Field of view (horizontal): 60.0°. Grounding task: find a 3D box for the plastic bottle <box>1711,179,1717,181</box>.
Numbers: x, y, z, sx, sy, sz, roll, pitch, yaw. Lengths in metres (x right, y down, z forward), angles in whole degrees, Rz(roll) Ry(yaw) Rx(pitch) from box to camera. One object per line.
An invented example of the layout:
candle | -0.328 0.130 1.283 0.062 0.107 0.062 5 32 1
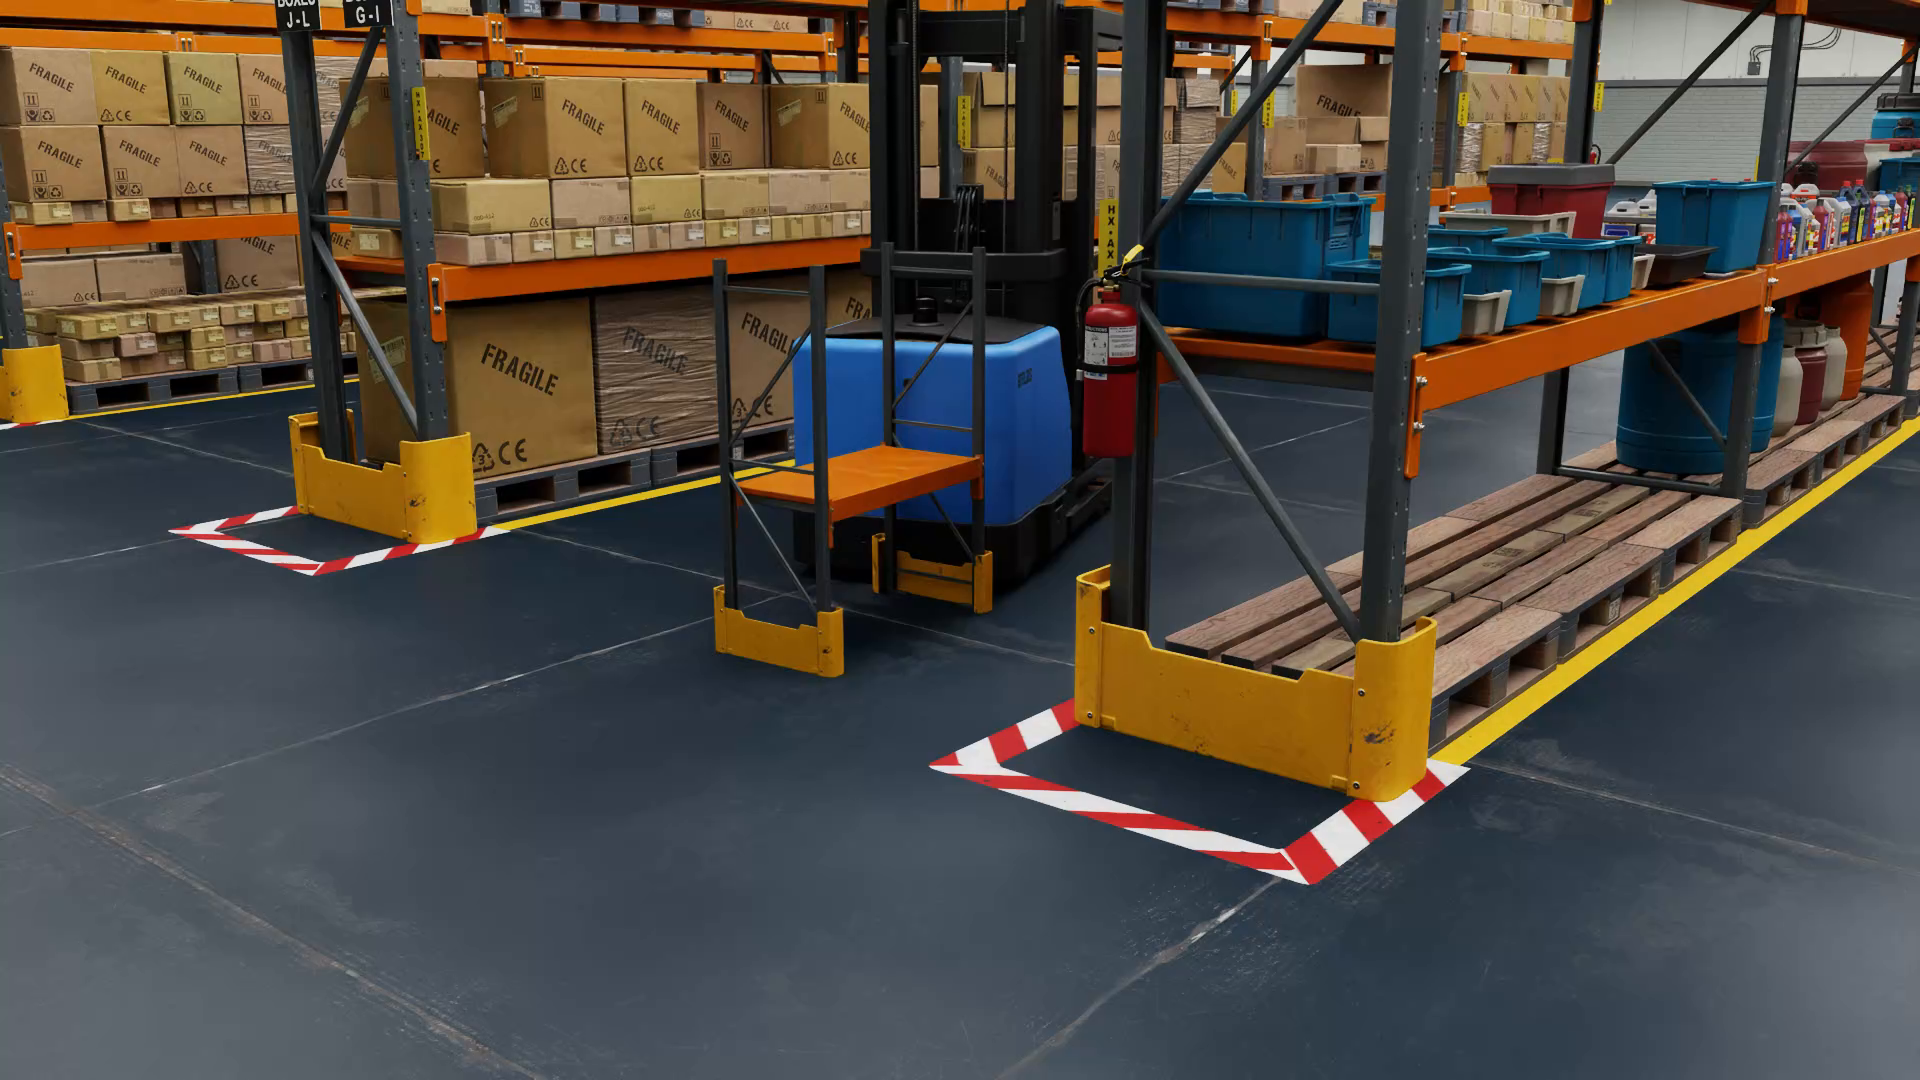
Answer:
plastic bottle | 4.462 -1.966 9.870 0.144 0.351 0.185 11 18 38

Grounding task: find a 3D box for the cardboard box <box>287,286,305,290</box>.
cardboard box | -5.287 -1.993 13.604 0.380 0.149 0.250 12 18 39

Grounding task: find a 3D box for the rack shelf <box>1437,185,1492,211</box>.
rack shelf | 5.880 -3.885 18.786 1.077 0.370 4.000 11 18 38

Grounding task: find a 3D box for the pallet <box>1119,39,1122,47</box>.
pallet | 1.350 -6.204 20.539 1.003 0.211 1.213 11 18 38

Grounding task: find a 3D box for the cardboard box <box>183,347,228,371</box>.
cardboard box | -5.638 -1.356 12.304 0.380 0.149 0.250 12 18 38

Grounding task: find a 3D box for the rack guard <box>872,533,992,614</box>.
rack guard | -0.122 0.138 7.071 0.587 0.250 0.087 10 17 33

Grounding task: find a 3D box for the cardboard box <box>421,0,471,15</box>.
cardboard box | -4.298 -4.351 13.371 0.500 0.250 0.500 12 18 39

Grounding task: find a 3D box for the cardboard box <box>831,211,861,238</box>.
cardboard box | -0.827 -1.940 10.178 0.380 0.149 0.250 12 18 39

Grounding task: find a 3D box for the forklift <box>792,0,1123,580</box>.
forklift | 0.195 -1.566 8.335 1.130 2.935 3.031 5 15 18

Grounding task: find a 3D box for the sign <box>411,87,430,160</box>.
sign | -2.492 -1.924 7.684 0.100 0.325 0.005 11 18 38

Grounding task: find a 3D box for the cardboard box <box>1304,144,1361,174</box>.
cardboard box | 3.341 -3.501 15.264 0.500 0.250 0.500 11 18 36

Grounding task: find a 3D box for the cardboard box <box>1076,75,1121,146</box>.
cardboard box | 0.808 -3.228 12.498 0.797 0.503 0.637 12 19 39

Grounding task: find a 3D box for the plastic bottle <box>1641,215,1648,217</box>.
plastic bottle | 3.626 -1.624 8.827 0.097 0.201 0.097 0 14 0

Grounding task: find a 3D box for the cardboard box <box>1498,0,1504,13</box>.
cardboard box | 5.489 -5.604 17.492 0.380 0.149 0.250 12 19 39

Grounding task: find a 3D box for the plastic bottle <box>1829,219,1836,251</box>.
plastic bottle | 4.710 -1.681 9.051 0.097 0.201 0.097 0 14 0

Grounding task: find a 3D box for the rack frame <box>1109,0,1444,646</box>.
rack frame | 0.933 -0.786 5.126 1.000 3.000 0.127 11 18 38

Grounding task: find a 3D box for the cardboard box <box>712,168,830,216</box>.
cardboard box | -1.123 -2.068 9.871 0.500 0.250 0.500 12 18 39

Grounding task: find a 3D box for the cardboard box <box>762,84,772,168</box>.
cardboard box | -1.221 -2.608 10.476 0.500 0.500 0.500 11 18 38

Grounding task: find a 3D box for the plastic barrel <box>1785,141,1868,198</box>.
plastic barrel | 6.017 -2.520 11.674 0.600 0.536 0.708 11 18 38

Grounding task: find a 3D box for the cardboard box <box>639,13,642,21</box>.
cardboard box | -2.871 -5.112 15.860 0.500 0.500 0.500 11 18 38

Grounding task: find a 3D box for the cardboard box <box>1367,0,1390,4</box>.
cardboard box | 3.659 -5.303 15.751 0.797 0.503 0.637 12 19 40

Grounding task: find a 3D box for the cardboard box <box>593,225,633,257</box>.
cardboard box | -1.956 -1.596 8.825 0.380 0.149 0.250 11 18 37

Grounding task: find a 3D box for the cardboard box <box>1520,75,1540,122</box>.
cardboard box | 6.036 -4.864 18.340 0.500 0.500 0.500 11 18 38

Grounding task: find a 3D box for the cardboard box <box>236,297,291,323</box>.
cardboard box | -5.309 -1.753 12.659 0.380 0.149 0.250 12 18 38

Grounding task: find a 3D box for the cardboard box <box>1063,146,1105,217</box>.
cardboard box | 0.708 -2.609 12.097 0.500 0.500 0.500 11 18 36

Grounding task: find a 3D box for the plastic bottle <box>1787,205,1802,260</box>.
plastic bottle | 4.212 -1.563 8.446 0.097 0.271 0.097 0 14 0

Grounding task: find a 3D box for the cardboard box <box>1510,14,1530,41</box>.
cardboard box | 5.754 -5.474 17.792 0.500 0.250 0.500 10 18 35

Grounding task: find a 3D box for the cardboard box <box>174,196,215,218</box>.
cardboard box | -5.671 -2.447 12.172 0.380 0.149 0.250 11 18 37

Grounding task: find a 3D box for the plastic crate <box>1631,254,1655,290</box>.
plastic crate | 2.586 -1.074 6.671 0.293 0.136 0.466 11 18 38

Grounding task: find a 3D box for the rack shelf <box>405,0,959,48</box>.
rack shelf | -1.663 -3.041 9.370 1.077 0.370 4.000 11 18 38

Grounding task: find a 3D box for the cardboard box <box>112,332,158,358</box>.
cardboard box | -5.969 -1.410 11.914 0.380 0.149 0.250 11 18 37

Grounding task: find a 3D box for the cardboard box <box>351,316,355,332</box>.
cardboard box | -4.845 -1.770 13.330 0.380 0.149 0.250 12 18 39

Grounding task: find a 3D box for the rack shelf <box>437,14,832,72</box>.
rack shelf | -2.943 -4.594 15.483 1.077 0.370 4.000 11 18 38

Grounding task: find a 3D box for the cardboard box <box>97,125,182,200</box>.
cardboard box | -5.900 -2.682 11.781 0.500 0.500 0.500 11 18 38

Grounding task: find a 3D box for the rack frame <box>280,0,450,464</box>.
rack frame | -2.920 -1.553 8.143 1.000 3.000 0.127 11 18 38

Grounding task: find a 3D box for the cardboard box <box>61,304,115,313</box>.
cardboard box | -6.376 -1.630 12.175 0.380 0.149 0.250 12 18 39

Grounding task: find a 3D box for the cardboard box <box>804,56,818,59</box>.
cardboard box | -2.233 -6.886 23.555 0.380 0.149 0.250 12 19 39

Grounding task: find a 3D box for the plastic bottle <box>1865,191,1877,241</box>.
plastic bottle | 5.320 -1.899 9.745 0.061 0.283 0.133 11 18 38

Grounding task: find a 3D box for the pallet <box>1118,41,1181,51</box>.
pallet | 2.118 -6.436 21.455 1.003 0.211 1.213 11 18 38

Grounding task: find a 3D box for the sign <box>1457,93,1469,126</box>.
sign | 5.056 -4.327 16.711 0.100 0.325 0.005 11 18 38

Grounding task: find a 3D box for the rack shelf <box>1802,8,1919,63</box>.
rack shelf | 7.218 -3.807 12.384 1.077 0.370 4.000 11 18 38

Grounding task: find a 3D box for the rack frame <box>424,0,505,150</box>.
rack frame | -4.200 -3.106 14.256 1.000 3.000 0.127 11 18 38

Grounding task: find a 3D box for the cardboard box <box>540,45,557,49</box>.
cardboard box | -5.109 -6.090 20.184 0.396 0.266 0.258 11 18 38

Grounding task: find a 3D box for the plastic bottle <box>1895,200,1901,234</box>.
plastic bottle | 5.807 -2.015 10.367 0.097 0.201 0.097 0 14 0

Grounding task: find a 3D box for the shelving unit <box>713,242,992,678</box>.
shelving unit | -0.405 -0.367 6.520 0.587 1.500 1.083 10 17 33

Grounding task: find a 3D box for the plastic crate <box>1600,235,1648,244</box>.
plastic crate | 3.043 -1.387 7.903 0.396 0.136 0.243 11 18 38

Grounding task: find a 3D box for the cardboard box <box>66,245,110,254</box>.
cardboard box | -11.171 -3.773 21.107 0.500 0.500 0.500 11 18 37

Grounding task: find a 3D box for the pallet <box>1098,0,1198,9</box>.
pallet | 1.045 -4.101 12.465 1.003 0.211 1.213 12 19 40

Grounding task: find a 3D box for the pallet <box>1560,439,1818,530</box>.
pallet | 3.964 -0.342 9.041 1.003 0.211 1.213 11 18 38

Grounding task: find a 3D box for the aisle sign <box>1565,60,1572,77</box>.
aisle sign | 7.409 -5.842 19.749 0.394 0.787 0.004 11 18 38

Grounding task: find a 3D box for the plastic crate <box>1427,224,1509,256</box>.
plastic crate | 2.024 -1.167 6.843 0.416 0.233 0.300 11 18 38

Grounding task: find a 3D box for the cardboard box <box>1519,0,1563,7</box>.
cardboard box | 6.359 -6.170 18.402 0.500 0.500 0.500 11 18 38

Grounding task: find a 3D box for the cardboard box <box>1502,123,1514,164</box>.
cardboard box | 5.531 -4.322 18.236 0.875 0.500 0.500 11 18 38

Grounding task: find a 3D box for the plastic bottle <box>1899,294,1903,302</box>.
plastic bottle | 8.521 -2.124 15.016 0.061 0.283 0.133 12 19 40

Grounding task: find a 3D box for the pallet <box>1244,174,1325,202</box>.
pallet | 2.474 -3.145 14.800 1.213 0.211 1.003 11 18 38

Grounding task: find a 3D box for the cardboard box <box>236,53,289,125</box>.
cardboard box | -5.251 -3.354 12.394 0.500 0.500 0.500 11 18 36
